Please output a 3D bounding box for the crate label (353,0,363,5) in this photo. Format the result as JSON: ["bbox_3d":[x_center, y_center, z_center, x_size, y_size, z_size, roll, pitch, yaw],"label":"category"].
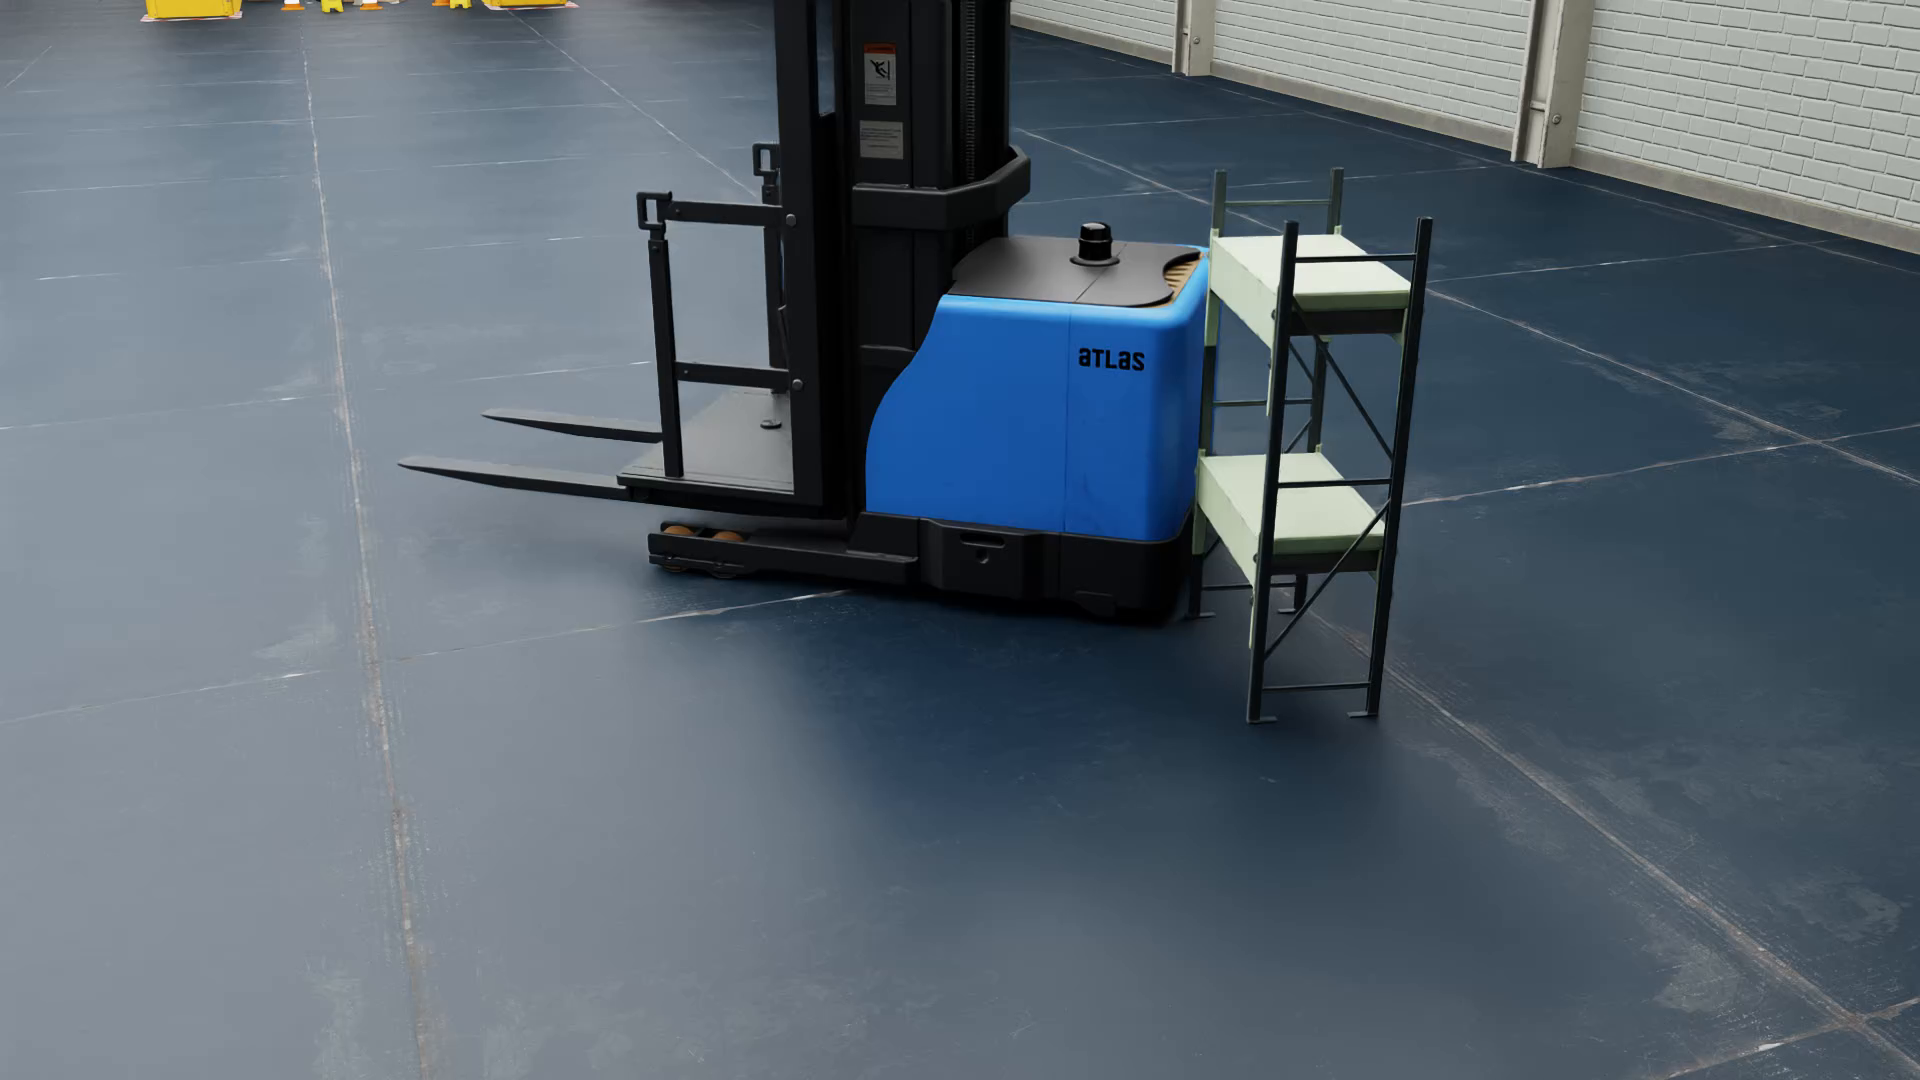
[{"bbox_3d":[-9.484,-8.591,26.457,0.298,0.136,0.250,18,29,36],"label":"crate label"}]

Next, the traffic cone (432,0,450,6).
[{"bbox_3d":[-8.230,-8.740,26.391,0.336,0.463,0.334,-8,24,-19],"label":"traffic cone"}]

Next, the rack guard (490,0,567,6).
[{"bbox_3d":[-6.898,-8.806,26.498,1.175,0.500,0.348,-8,24,-19],"label":"rack guard"}]

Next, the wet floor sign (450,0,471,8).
[{"bbox_3d":[-7.805,-8.629,25.893,0.267,0.644,0.232,0,23,-1],"label":"wet floor sign"}]

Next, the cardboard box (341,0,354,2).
[{"bbox_3d":[-9.860,-9.070,27.122,0.637,0.503,0.797,12,26,27],"label":"cardboard box"}]

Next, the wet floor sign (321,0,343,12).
[{"bbox_3d":[-9.604,-8.390,25.326,0.267,0.644,0.232,-13,26,-28],"label":"wet floor sign"}]

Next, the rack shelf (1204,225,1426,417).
[{"bbox_3d":[1.015,-0.658,4.874,0.431,0.370,0.720,-2,23,-6],"label":"rack shelf"}]

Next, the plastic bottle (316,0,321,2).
[{"bbox_3d":[-10.373,-8.782,27.007,0.133,0.061,0.283,-18,29,-37],"label":"plastic bottle"}]

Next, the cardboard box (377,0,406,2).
[{"bbox_3d":[-9.224,-8.815,26.973,0.380,0.149,0.250,4,23,9],"label":"cardboard box"}]

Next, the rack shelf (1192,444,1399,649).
[{"bbox_3d":[1.015,0.002,5.153,0.431,0.370,0.720,-2,23,-6],"label":"rack shelf"}]

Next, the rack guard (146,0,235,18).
[{"bbox_3d":[-11.458,-8.053,24.714,1.175,0.500,0.348,-8,24,-19],"label":"rack guard"}]

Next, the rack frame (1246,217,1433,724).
[{"bbox_3d":[1.055,-0.157,4.691,0.400,1.500,0.023,-2,23,-6],"label":"rack frame"}]

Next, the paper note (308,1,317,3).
[{"bbox_3d":[-10.417,-8.633,26.694,0.144,0.017,0.142,0,23,-1],"label":"paper note"}]

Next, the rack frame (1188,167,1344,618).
[{"bbox_3d":[0.975,-0.439,5.361,0.400,1.500,0.023,-2,23,-6],"label":"rack frame"}]

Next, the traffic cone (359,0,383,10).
[{"bbox_3d":[-9.148,-8.464,25.736,0.336,0.463,0.334,-8,24,-19],"label":"traffic cone"}]

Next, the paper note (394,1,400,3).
[{"bbox_3d":[-9.067,-8.632,26.691,0.148,0.019,0.142,-18,29,-37],"label":"paper note"}]

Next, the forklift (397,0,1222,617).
[{"bbox_3d":[-0.614,-1.401,5.800,3.031,2.935,1.130,6,24,15],"label":"forklift"}]

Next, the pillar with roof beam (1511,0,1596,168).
[{"bbox_3d":[0.700,-6.622,10.376,9.100,9.000,0.400,-8,24,-19],"label":"pillar with roof beam"}]

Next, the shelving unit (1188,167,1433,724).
[{"bbox_3d":[1.015,-0.298,5.026,0.431,1.500,0.755,-2,23,-6],"label":"shelving unit"}]

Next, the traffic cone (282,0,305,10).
[{"bbox_3d":[-10.326,-8.433,25.662,0.336,0.463,0.334,-8,24,-19],"label":"traffic cone"}]

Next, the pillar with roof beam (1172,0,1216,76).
[{"bbox_3d":[-1.420,-8.803,15.549,9.100,9.000,0.400,-8,24,-19],"label":"pillar with roof beam"}]
